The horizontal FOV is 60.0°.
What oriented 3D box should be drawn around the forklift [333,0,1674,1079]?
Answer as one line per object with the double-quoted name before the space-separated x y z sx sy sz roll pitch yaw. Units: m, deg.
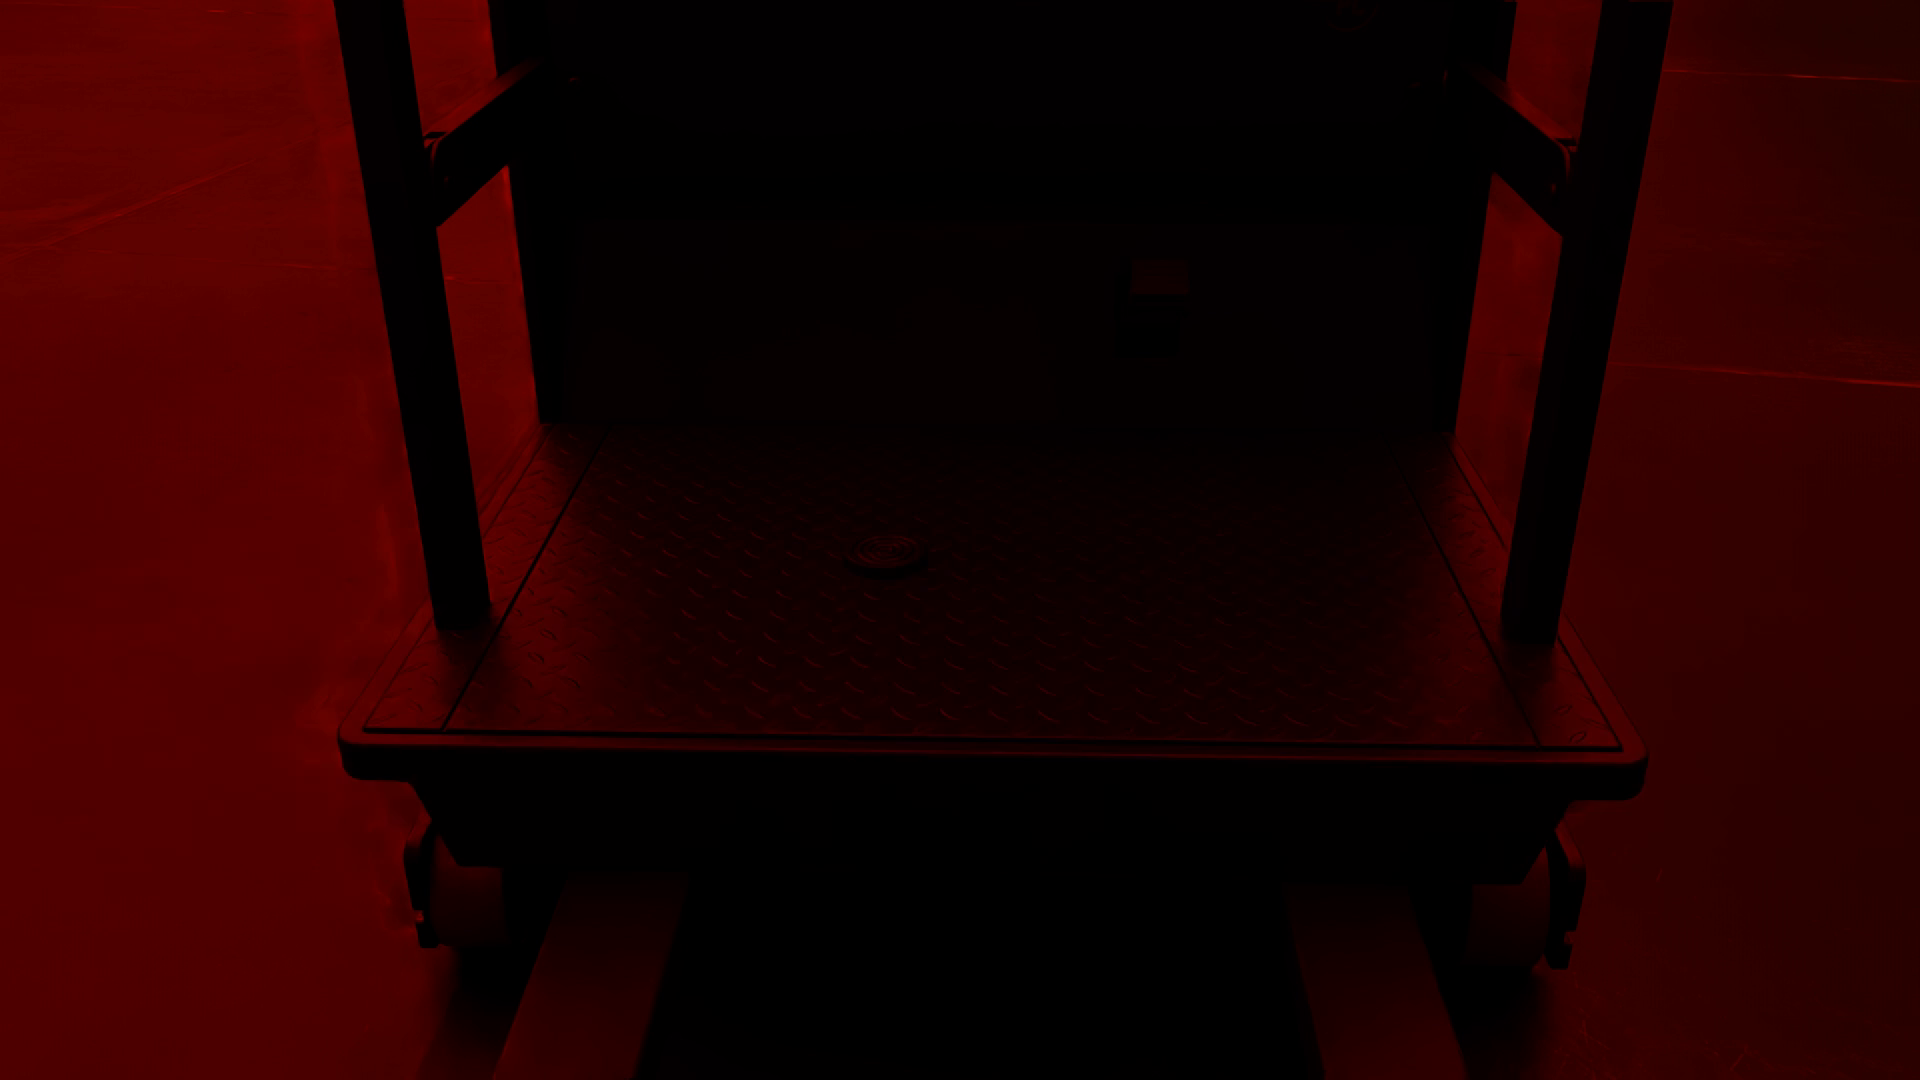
"forklift" 0.035 -1.029 1.285 1.130 2.935 3.031 1 27 1
